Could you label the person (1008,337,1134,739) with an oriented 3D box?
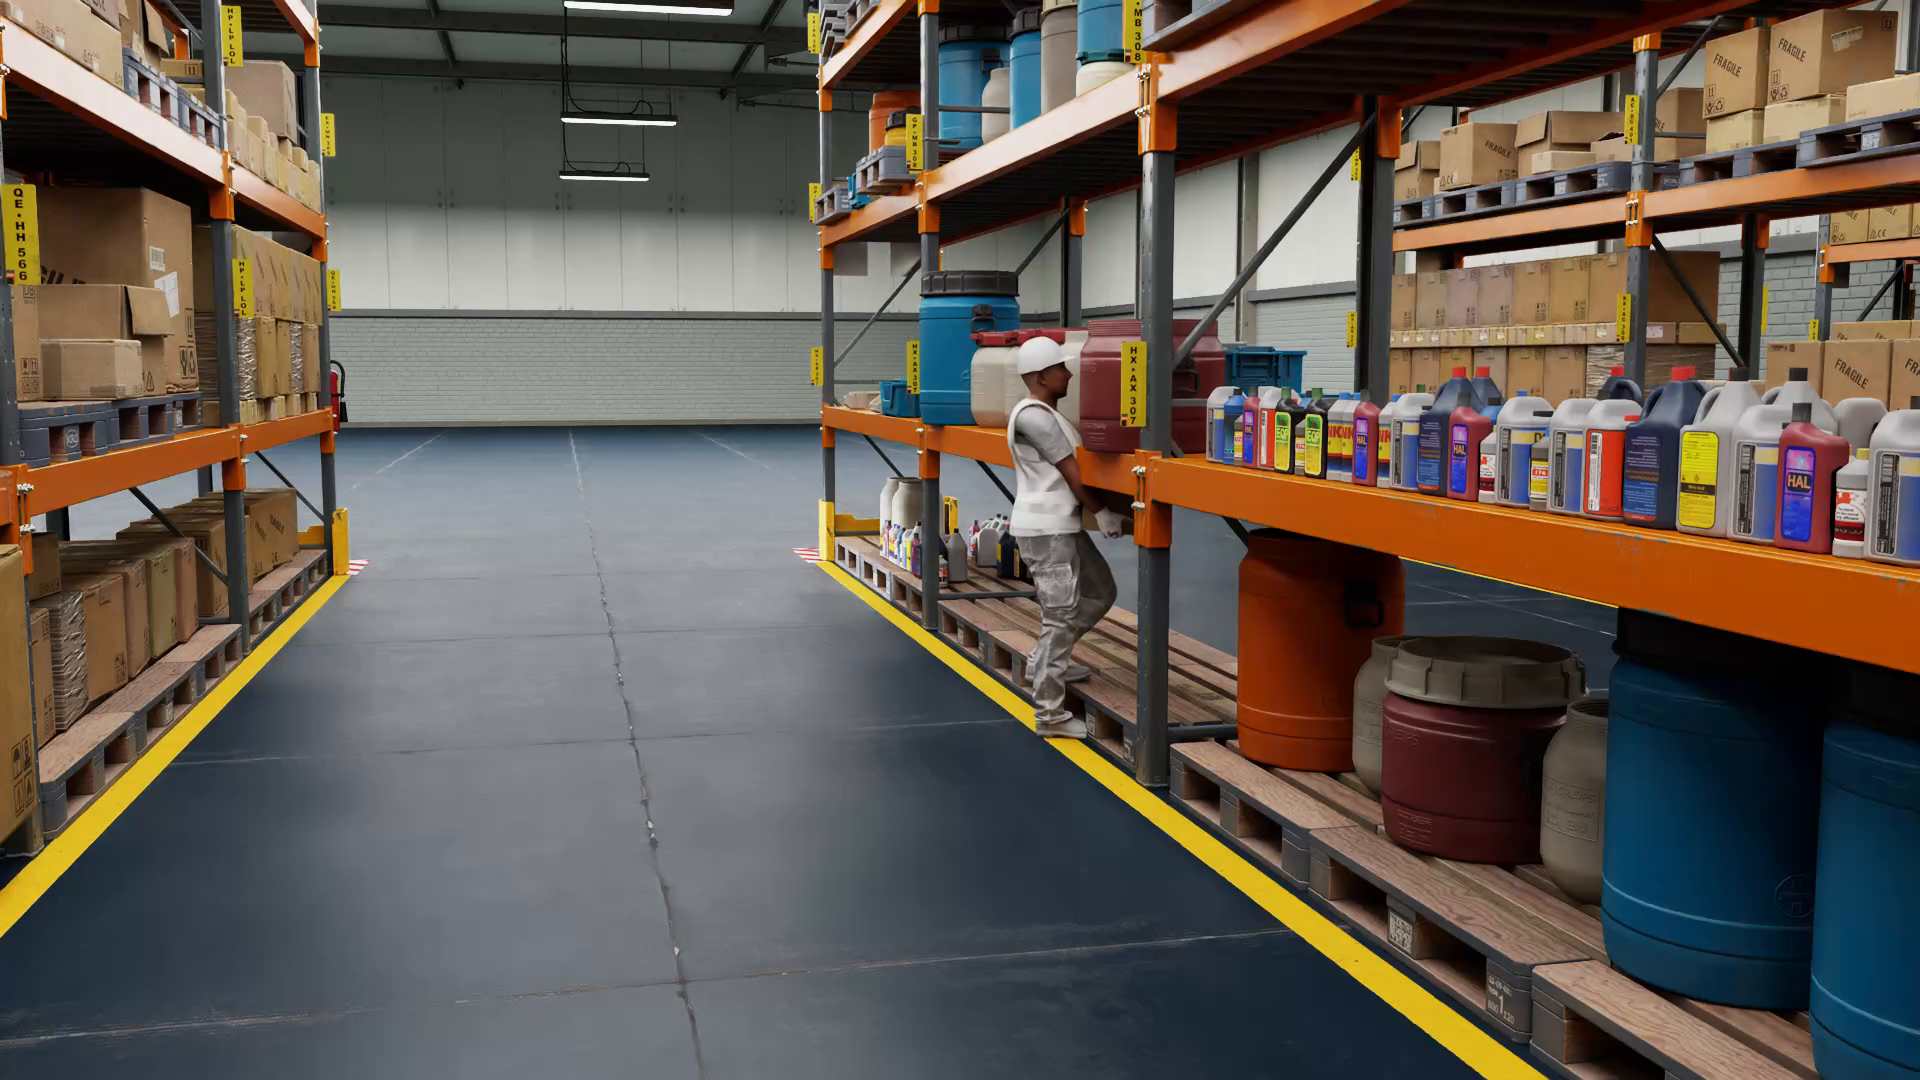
[{"bbox_3d":[0.506,-0.019,7.489,0.576,1.780,0.480,0,6,4],"label":"person"}]
